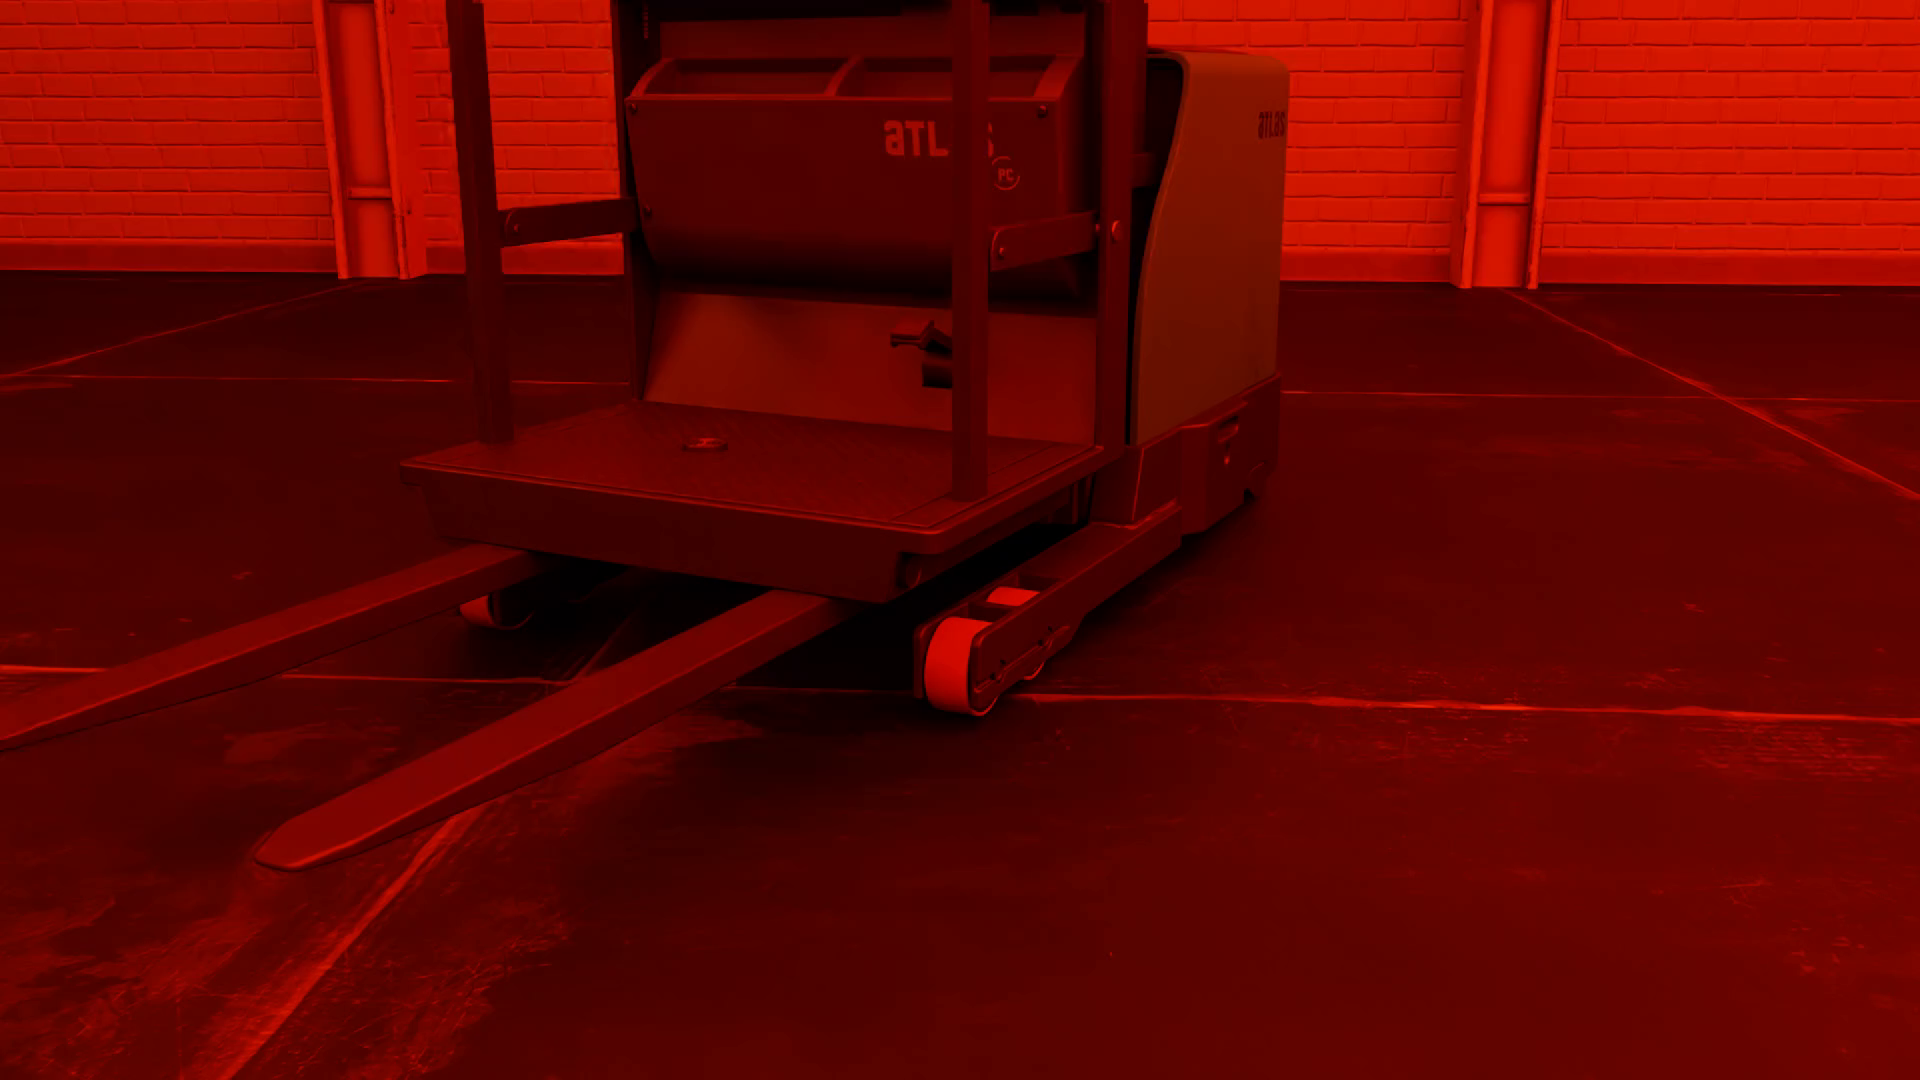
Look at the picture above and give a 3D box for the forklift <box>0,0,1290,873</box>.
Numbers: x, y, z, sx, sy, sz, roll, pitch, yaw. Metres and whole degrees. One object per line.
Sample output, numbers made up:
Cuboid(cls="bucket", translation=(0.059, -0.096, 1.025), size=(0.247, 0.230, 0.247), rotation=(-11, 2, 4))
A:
Cuboid(cls="forklift", translation=(-0.308, -1.254, 2.839), size=(1.130, 2.935, 3.031), rotation=(8, 17, 26))
